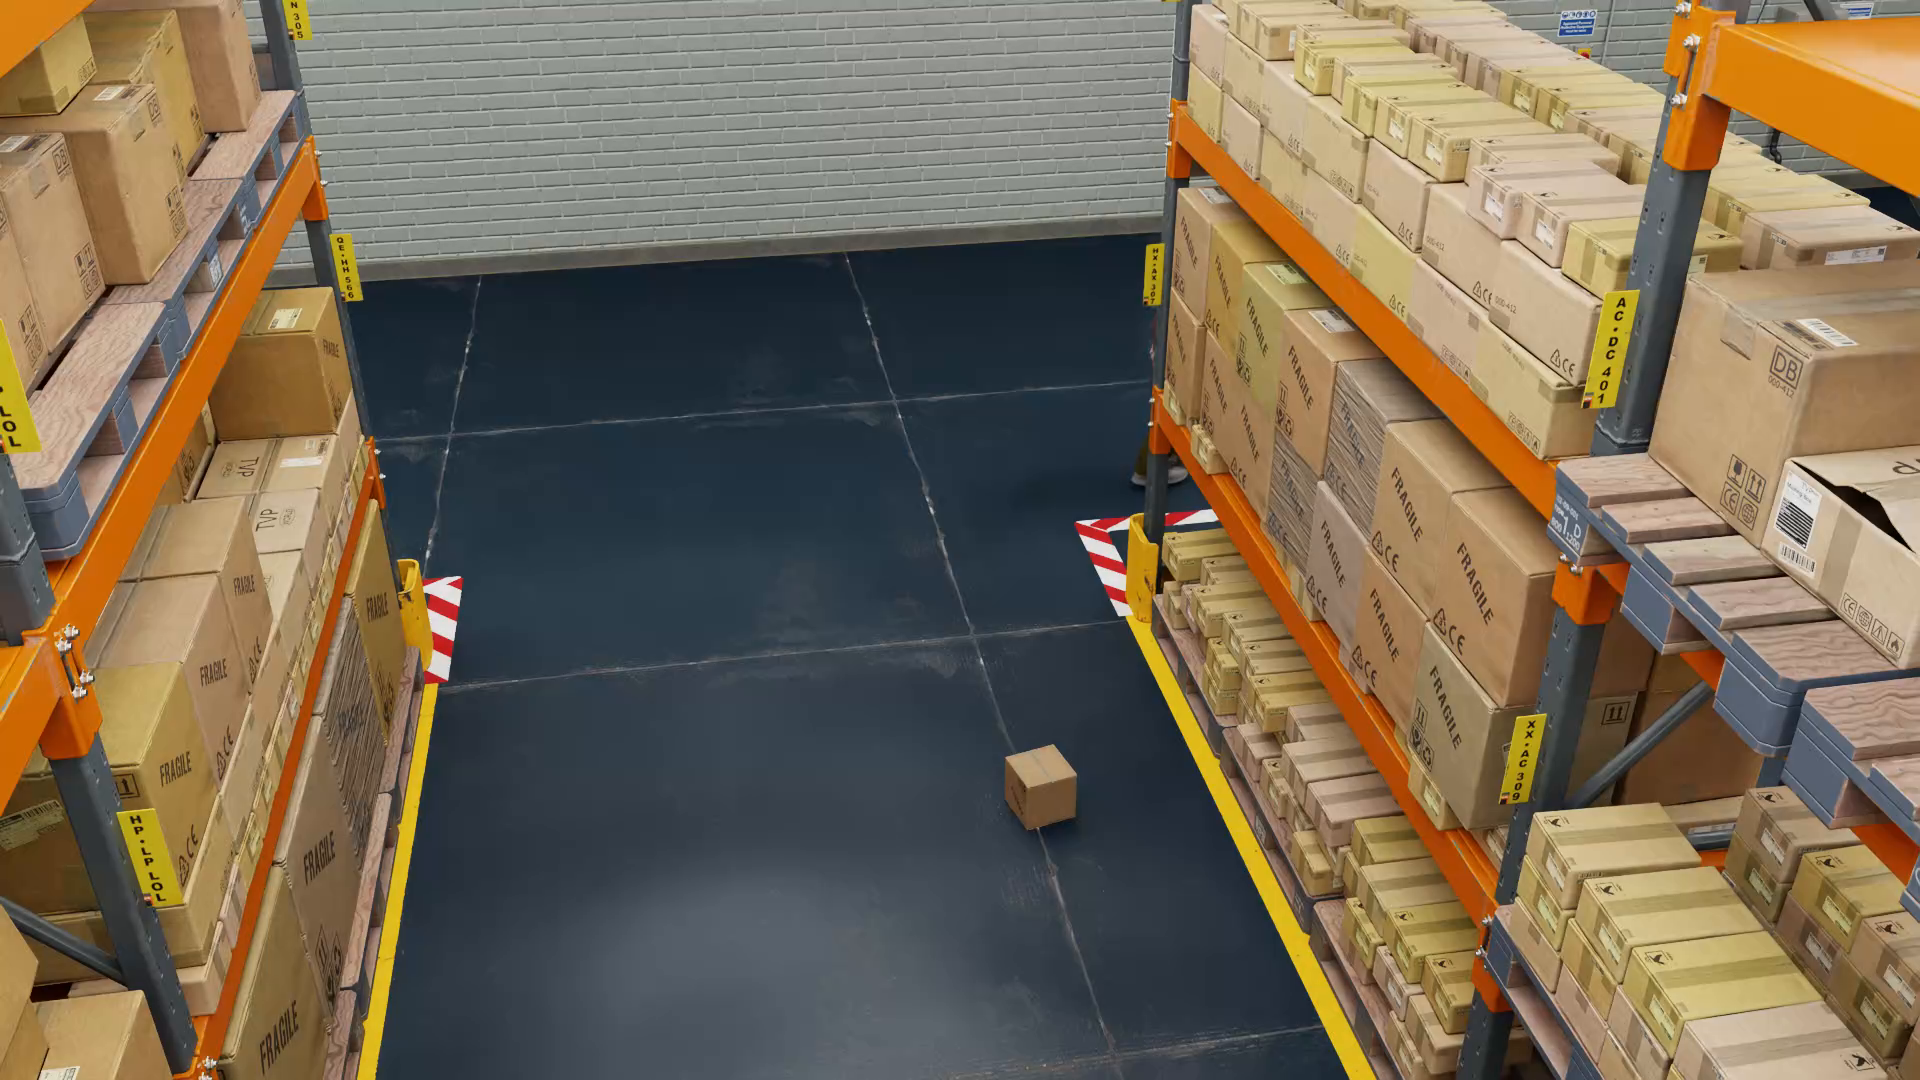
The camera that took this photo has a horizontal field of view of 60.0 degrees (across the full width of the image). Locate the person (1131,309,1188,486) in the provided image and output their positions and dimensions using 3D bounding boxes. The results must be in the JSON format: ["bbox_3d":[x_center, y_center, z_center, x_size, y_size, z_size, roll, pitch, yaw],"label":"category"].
[{"bbox_3d":[1.353,-1.101,10.048,0.555,1.831,0.611,-4,31,-7],"label":"person"}]
